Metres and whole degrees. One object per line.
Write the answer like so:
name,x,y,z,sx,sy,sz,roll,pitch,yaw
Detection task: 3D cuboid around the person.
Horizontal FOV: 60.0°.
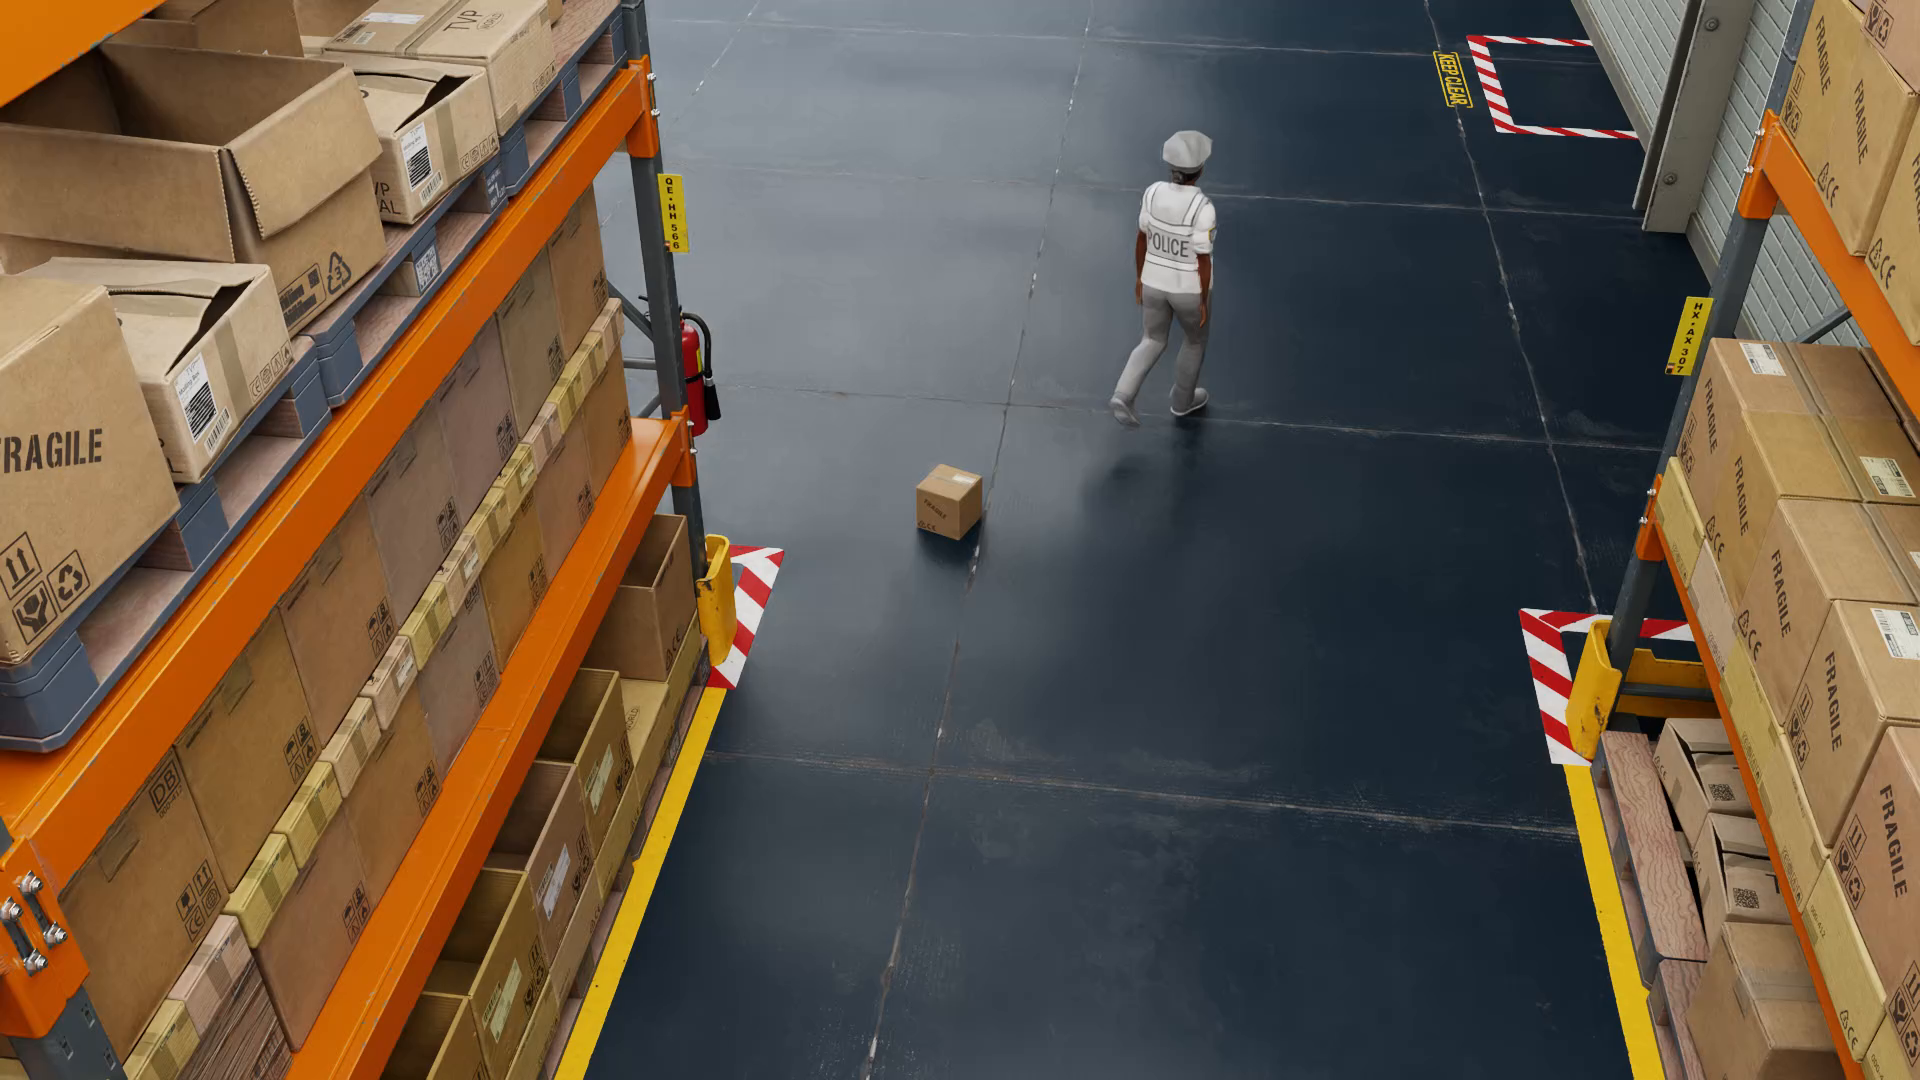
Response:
person,1.104,-1.346,8.820,0.464,1.659,0.744,24,43,29
